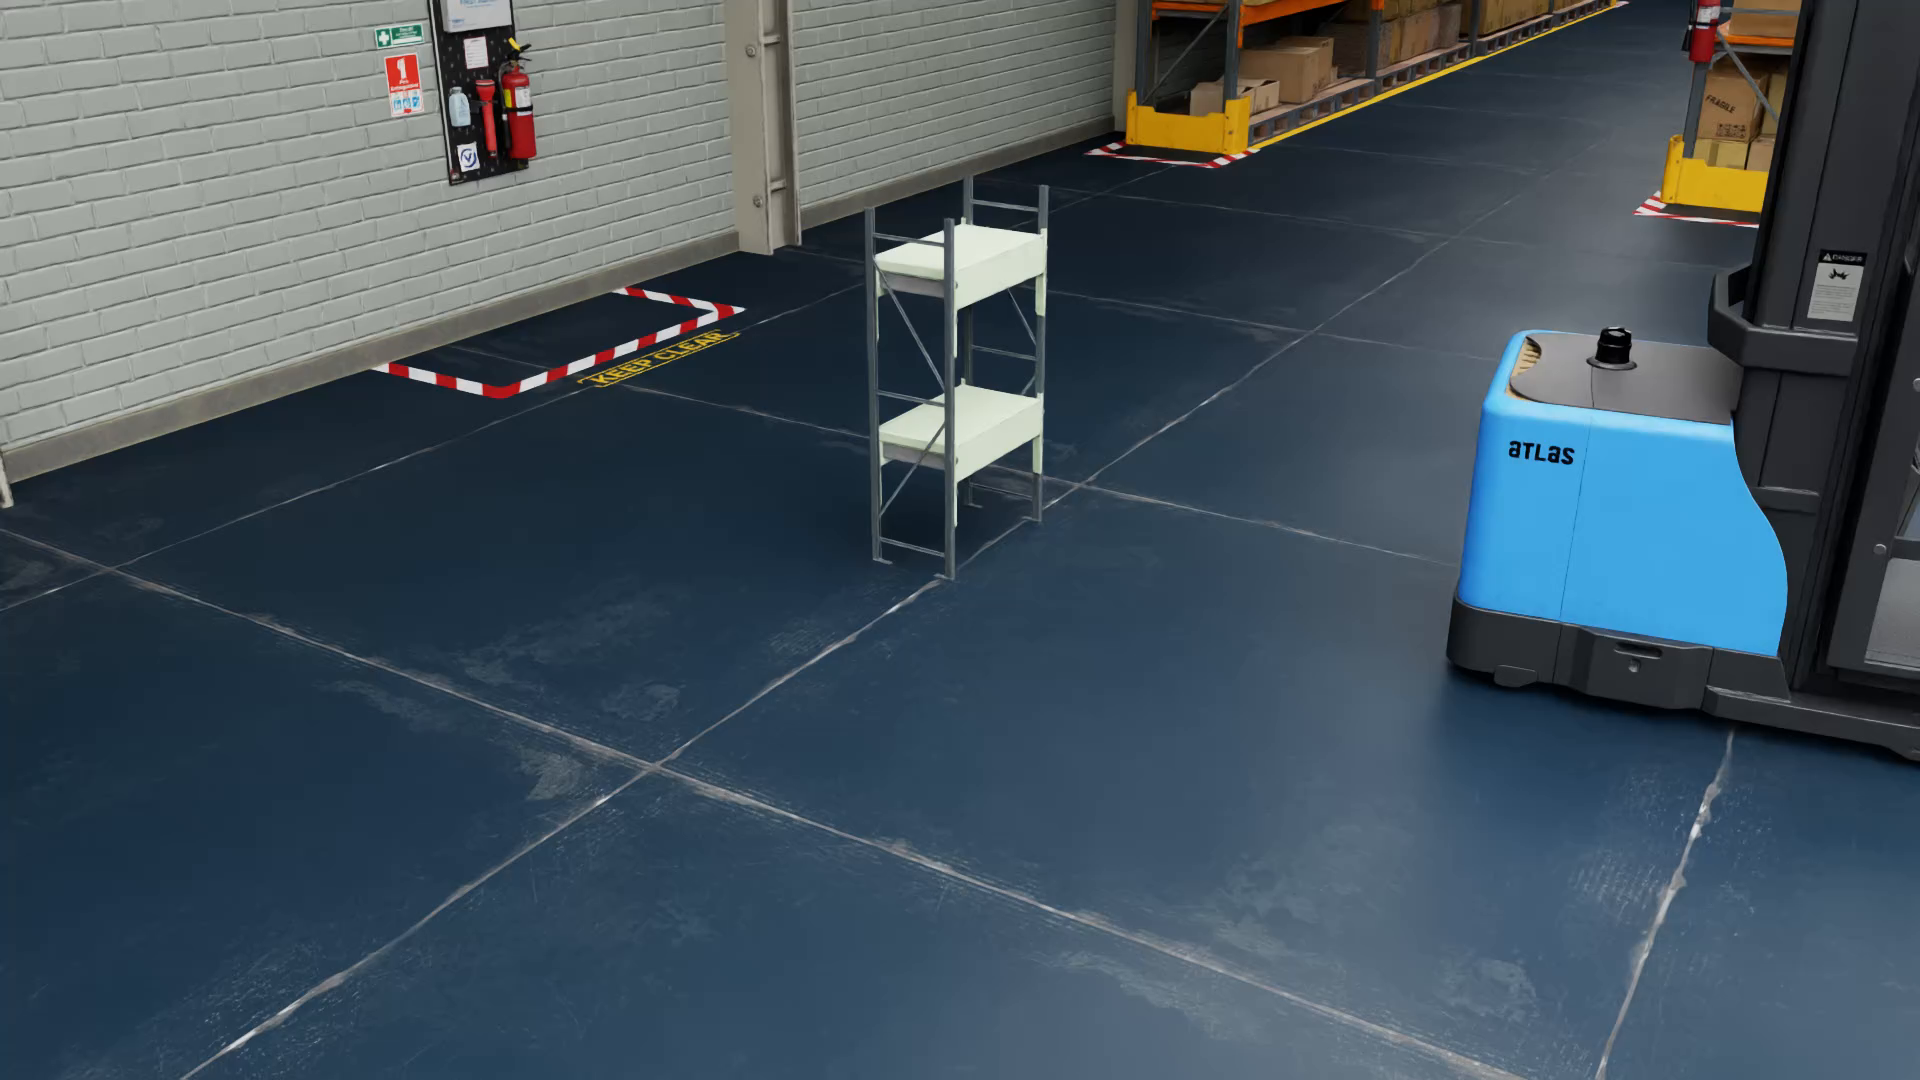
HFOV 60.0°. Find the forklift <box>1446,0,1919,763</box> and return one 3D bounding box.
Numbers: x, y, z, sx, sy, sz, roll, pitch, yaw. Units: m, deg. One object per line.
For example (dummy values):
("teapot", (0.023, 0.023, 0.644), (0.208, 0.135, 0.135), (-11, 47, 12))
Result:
("forklift", (3.347, -0.786, 5.376), (3.031, 2.935, 1.130), (9, 25, 21))

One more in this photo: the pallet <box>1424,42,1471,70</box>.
("pallet", (5.935, -6.293, 21.522), (1.003, 0.211, 1.213), (14, 27, 29))

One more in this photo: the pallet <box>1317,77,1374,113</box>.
("pallet", (3.914, -4.973, 18.471), (1.003, 0.211, 1.213), (14, 27, 29))

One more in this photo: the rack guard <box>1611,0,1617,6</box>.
("rack guard", (10.581, -9.397, 28.329), (1.175, 0.500, 0.348), (14, 27, 29))

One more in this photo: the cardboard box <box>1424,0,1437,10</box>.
("cardboard box", (5.659, -6.802, 20.836), (0.500, 0.250, 0.500), (14, 27, 30))

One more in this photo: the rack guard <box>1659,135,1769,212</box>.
("rack guard", (6.326, -2.944, 13.422), (1.175, 0.500, 0.348), (14, 27, 29))

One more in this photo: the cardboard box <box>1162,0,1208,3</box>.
("cardboard box", (2.211, -5.275, 15.823), (0.500, 0.250, 0.500), (14, 27, 30))

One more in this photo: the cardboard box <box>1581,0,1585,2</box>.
("cardboard box", (9.756, -8.986, 26.850), (0.700, 0.500, 0.500), (13, 27, 27))

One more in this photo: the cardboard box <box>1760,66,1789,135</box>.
("cardboard box", (7.073, -3.678, 13.959), (0.500, 0.500, 0.500), (14, 27, 29))

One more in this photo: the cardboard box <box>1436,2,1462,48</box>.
("cardboard box", (6.013, -6.637, 21.399), (0.700, 0.500, 0.500), (14, 27, 30))

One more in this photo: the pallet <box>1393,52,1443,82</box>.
("pallet", (5.291, -5.883, 20.574), (1.003, 0.211, 1.213), (14, 27, 29))

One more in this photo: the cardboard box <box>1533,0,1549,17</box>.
("cardboard box", (8.226, -8.146, 24.469), (0.750, 0.750, 0.750), (14, 27, 30))

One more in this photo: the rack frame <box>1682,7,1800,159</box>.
("rack frame", (6.339, -4.099, 12.944), (1.000, 3.000, 0.127), (14, 27, 29))

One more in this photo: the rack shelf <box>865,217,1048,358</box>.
("rack shelf", (-0.003, -1.044, 6.792), (0.431, 0.370, 0.720), (14, 27, 29))

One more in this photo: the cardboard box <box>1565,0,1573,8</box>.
("cardboard box", (9.208, -8.632, 26.031), (0.700, 0.500, 0.500), (14, 27, 28))

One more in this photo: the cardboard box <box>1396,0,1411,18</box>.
("cardboard box", (5.113, -6.463, 20.052), (0.500, 0.250, 0.500), (13, 27, 27))

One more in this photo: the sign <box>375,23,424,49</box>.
("sign", (-3.107, -2.797, 9.223), (0.001, 0.109, 0.331), (14, 27, 29))

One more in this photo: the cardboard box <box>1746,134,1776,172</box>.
("cardboard box", (6.811, -3.165, 13.717), (0.500, 0.250, 0.500), (14, 27, 29))

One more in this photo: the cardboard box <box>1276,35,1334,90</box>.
("cardboard box", (3.725, -5.182, 18.038), (0.500, 0.500, 0.500), (12, 26, 25))

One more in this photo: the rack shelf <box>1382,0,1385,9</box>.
("rack shelf", (5.294, -6.831, 20.160), (1.077, 0.370, 4.000), (14, 27, 29))

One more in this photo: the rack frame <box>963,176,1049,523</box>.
("rack frame", (0.190, -0.810, 7.232), (0.400, 1.500, 0.023), (14, 27, 29))

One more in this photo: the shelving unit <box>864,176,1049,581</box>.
("shelving unit", (-0.004, -0.686, 6.947), (0.431, 1.500, 0.755), (14, 27, 29))

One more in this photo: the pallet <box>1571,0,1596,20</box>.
("pallet", (9.569, -8.560, 26.759), (1.003, 0.211, 1.213), (14, 27, 29))

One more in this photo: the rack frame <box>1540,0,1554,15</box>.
("rack frame", (8.459, -9.186, 24.695), (1.000, 3.000, 0.127), (14, 27, 29))

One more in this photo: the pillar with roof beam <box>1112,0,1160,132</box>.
("pillar with roof beam", (5.420, -7.405, 13.028), (9.100, 9.000, 0.400), (14, 27, 29))

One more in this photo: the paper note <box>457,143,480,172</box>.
("paper note", (-2.890, -2.253, 9.788), (0.016, 0.148, 0.142), (14, 27, 29))

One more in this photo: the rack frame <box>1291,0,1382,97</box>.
("rack frame", (4.239, -6.486, 18.458), (1.000, 3.000, 0.127), (14, 27, 29))

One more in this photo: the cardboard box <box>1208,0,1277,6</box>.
("cardboard box", (2.656, -5.175, 15.592), (0.500, 0.250, 0.500), (13, 27, 27))

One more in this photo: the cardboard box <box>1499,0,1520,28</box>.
("cardboard box", (7.315, -7.558, 23.109), (0.750, 0.750, 0.750), (14, 27, 29))

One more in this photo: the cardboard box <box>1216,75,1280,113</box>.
("cardboard box", (2.871, -4.511, 16.726), (0.500, 0.311, 0.500), (16, 28, 33))

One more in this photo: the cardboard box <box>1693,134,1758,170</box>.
("cardboard box", (6.371, -3.273, 13.968), (0.500, 0.250, 0.500), (14, 27, 29))

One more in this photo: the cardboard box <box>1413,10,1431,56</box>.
("cardboard box", (5.405, -6.314, 20.652), (0.700, 0.500, 0.500), (14, 27, 29))

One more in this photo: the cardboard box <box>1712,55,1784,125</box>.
("cardboard box", (6.884, -3.958, 14.607), (0.500, 0.500, 0.500), (14, 27, 29))

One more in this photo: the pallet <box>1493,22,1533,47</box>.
("pallet", (7.473, -7.217, 23.656), (1.003, 0.211, 1.213), (14, 27, 29))

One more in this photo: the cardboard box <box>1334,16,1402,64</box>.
("cardboard box", (4.843, -5.978, 19.876), (0.700, 0.500, 0.500), (13, 27, 28))

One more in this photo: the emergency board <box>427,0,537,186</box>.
("emergency board", (-2.738, -2.703, 9.717), (0.194, 1.169, 0.643), (14, 27, 29))

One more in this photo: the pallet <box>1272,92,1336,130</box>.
("pallet", (3.272, -4.559, 17.516), (1.003, 0.211, 1.213), (14, 27, 29))
